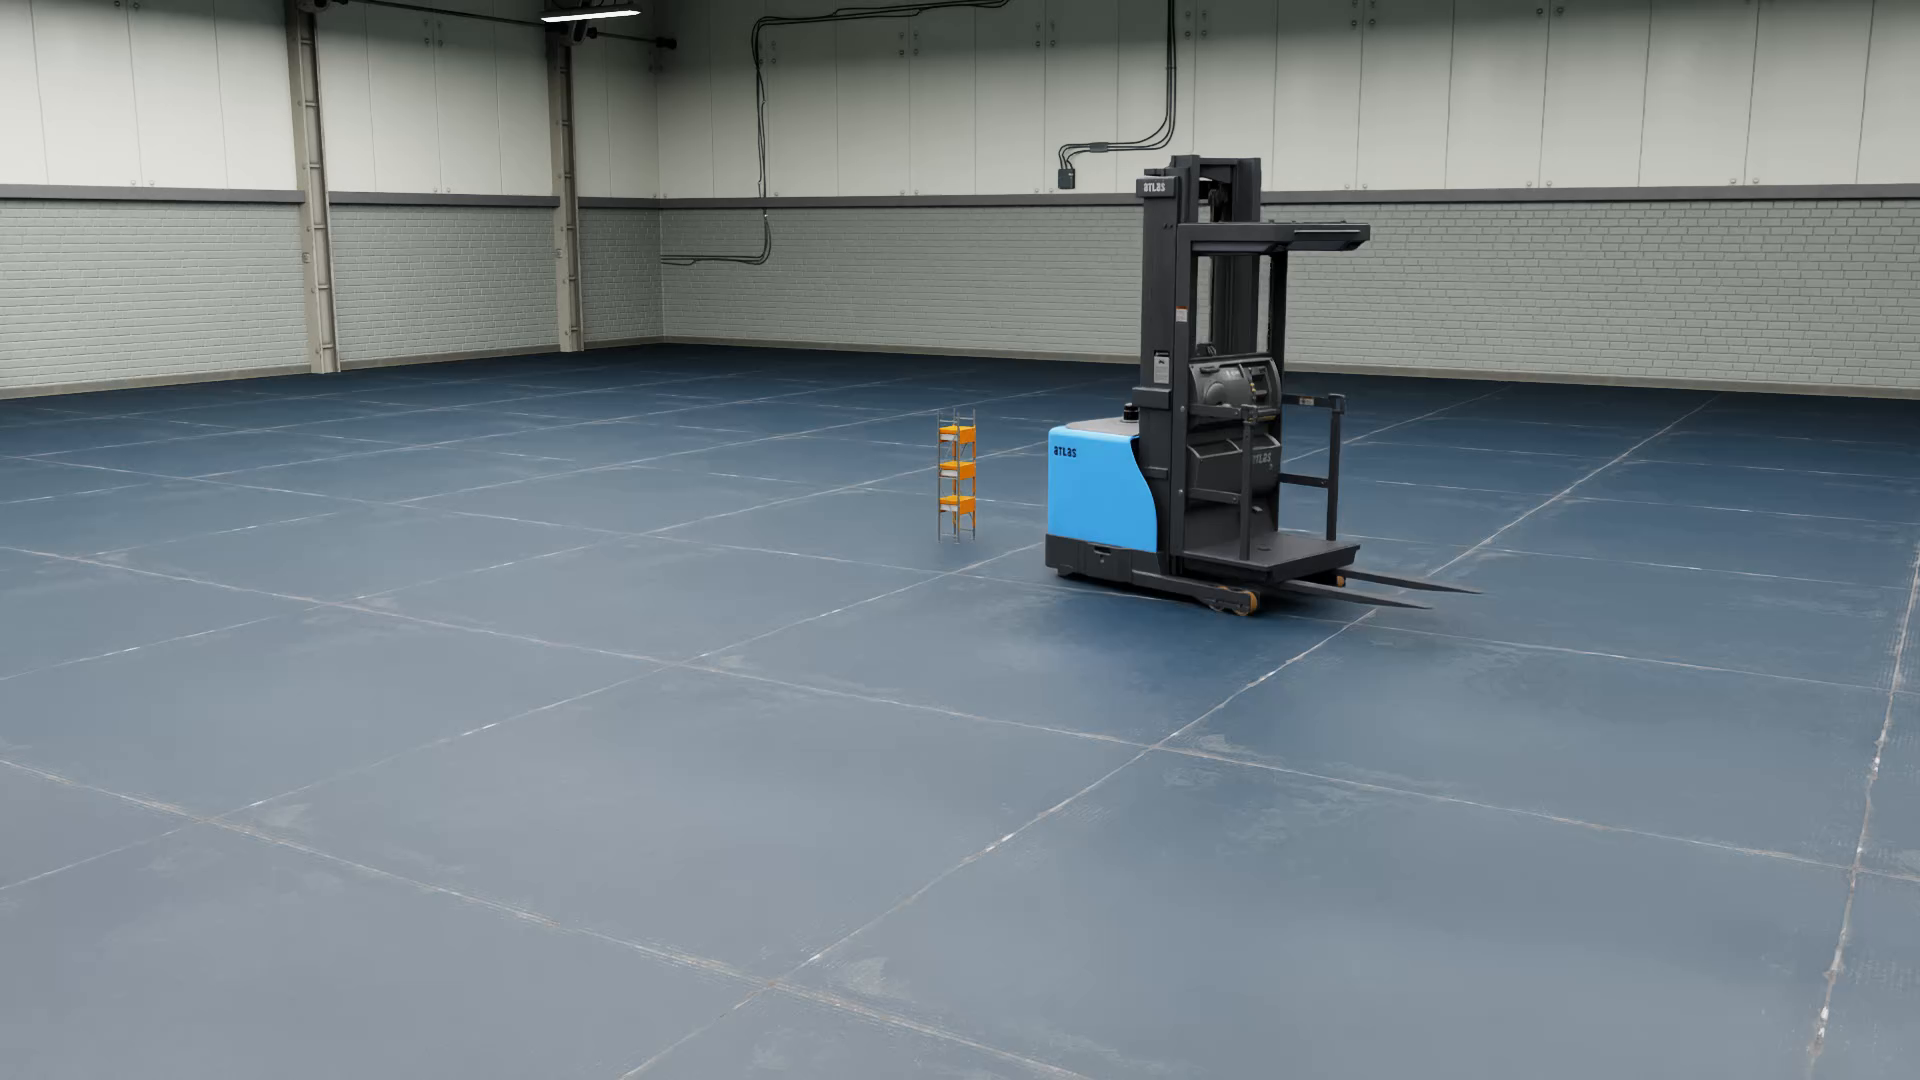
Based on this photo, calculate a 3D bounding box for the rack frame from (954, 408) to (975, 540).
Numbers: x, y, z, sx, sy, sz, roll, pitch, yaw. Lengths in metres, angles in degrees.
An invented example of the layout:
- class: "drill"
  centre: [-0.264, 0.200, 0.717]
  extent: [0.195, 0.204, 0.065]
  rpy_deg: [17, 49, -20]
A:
- class: "rack frame"
  centre: [0.036, -0.527, 13.330]
  extent: [0.200, 1.050, 0.008]
  rpy_deg: [6, 12, 31]

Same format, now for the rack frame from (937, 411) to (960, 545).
- class: "rack frame"
  centre: [-0.091, -0.488, 13.125]
  extent: [0.200, 1.050, 0.008]
  rpy_deg: [6, 12, 31]

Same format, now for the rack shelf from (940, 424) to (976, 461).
- class: "rack shelf"
  centre: [-0.028, -0.776, 13.177]
  extent: [0.215, 0.259, 0.240]
  rpy_deg: [6, 12, 31]

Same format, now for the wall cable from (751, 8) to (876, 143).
- class: "wall cable"
  centre: [-2.971, -9.324, 33.432]
  extent: [3.097, 2.526, 0.112]
  rpy_deg: [6, 12, 31]

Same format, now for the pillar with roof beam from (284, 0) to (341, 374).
- class: "pillar with roof beam"
  centre: [-7.378, -6.934, 25.954]
  extent: [9.100, 9.000, 0.548]
  rpy_deg: [6, 12, 31]

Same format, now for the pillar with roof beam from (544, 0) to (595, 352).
- class: "pillar with roof beam"
  centre: [-4.263, -7.878, 30.994]
  extent: [9.100, 9.000, 0.548]
  rpy_deg: [6, 12, 31]

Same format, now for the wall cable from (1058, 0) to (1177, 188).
- class: "wall cable"
  centre: [2.823, -9.388, 29.820]
  extent: [2.305, 6.003, 0.169]
  rpy_deg: [6, 12, 31]

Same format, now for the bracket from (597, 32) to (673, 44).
- class: "bracket"
  centre: [-6.500, -10.370, 34.522]
  extent: [0.076, 0.066, 3.189]
  rpy_deg: [6, 12, 31]

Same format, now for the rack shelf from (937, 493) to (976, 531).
- class: "rack shelf"
  centre: [-0.028, -0.224, 13.280]
  extent: [0.215, 0.259, 0.240]
  rpy_deg: [6, 12, 31]

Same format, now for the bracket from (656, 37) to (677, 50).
- class: "bracket"
  centre: [-6.193, -10.463, 35.018]
  extent: [0.235, 0.232, 0.430]
  rpy_deg: [6, 12, 31]

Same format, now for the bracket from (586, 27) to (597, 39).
- class: "bracket"
  centre: [-7.424, -10.090, 33.028]
  extent: [0.235, 0.232, 0.430]
  rpy_deg: [6, 12, 31]

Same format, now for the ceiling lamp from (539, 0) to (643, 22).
- class: "ceiling lamp"
  centre: [-5.889, -10.097, 26.984]
  extent: [2.000, 3.185, 0.800]
  rpy_deg: [6, 12, 31]

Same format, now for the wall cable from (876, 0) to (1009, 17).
- class: "wall cable"
  centre: [-0.326, -11.264, 31.434]
  extent: [3.097, 2.526, 0.112]
  rpy_deg: [6, 12, 31]

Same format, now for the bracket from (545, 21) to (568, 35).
- class: "bracket"
  centre: [-7.854, -9.959, 32.330]
  extent: [0.235, 0.232, 0.430]
  rpy_deg: [6, 12, 31]

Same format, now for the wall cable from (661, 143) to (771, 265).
- class: "wall cable"
  centre: [-5.283, -7.100, 35.277]
  extent: [3.097, 2.526, 0.112]
  rpy_deg: [6, 12, 31]

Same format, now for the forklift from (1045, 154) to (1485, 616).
- class: "forklift"
  centre: [2.002, -1.055, 11.041]
  extent: [1.130, 2.935, 3.031]
  rpy_deg: [-10, 15, -43]

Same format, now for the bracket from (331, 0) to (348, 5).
- class: "bracket"
  centre: [-10.539, -9.146, 27.987]
  extent: [0.235, 0.232, 0.430]
  rpy_deg: [6, 12, 31]

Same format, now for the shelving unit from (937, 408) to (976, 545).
- class: "shelving unit"
  centre: [-0.028, -0.508, 13.227]
  extent: [0.215, 1.050, 0.252]
  rpy_deg: [6, 12, 31]

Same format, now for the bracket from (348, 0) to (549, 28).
- class: "bracket"
  centre: [-9.192, -9.554, 30.166]
  extent: [0.076, 0.066, 4.783]
  rpy_deg: [6, 12, 31]

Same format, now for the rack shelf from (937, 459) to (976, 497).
- class: "rack shelf"
  centre: [-0.028, -0.497, 13.229]
  extent: [0.215, 0.259, 0.240]
  rpy_deg: [6, 12, 31]
